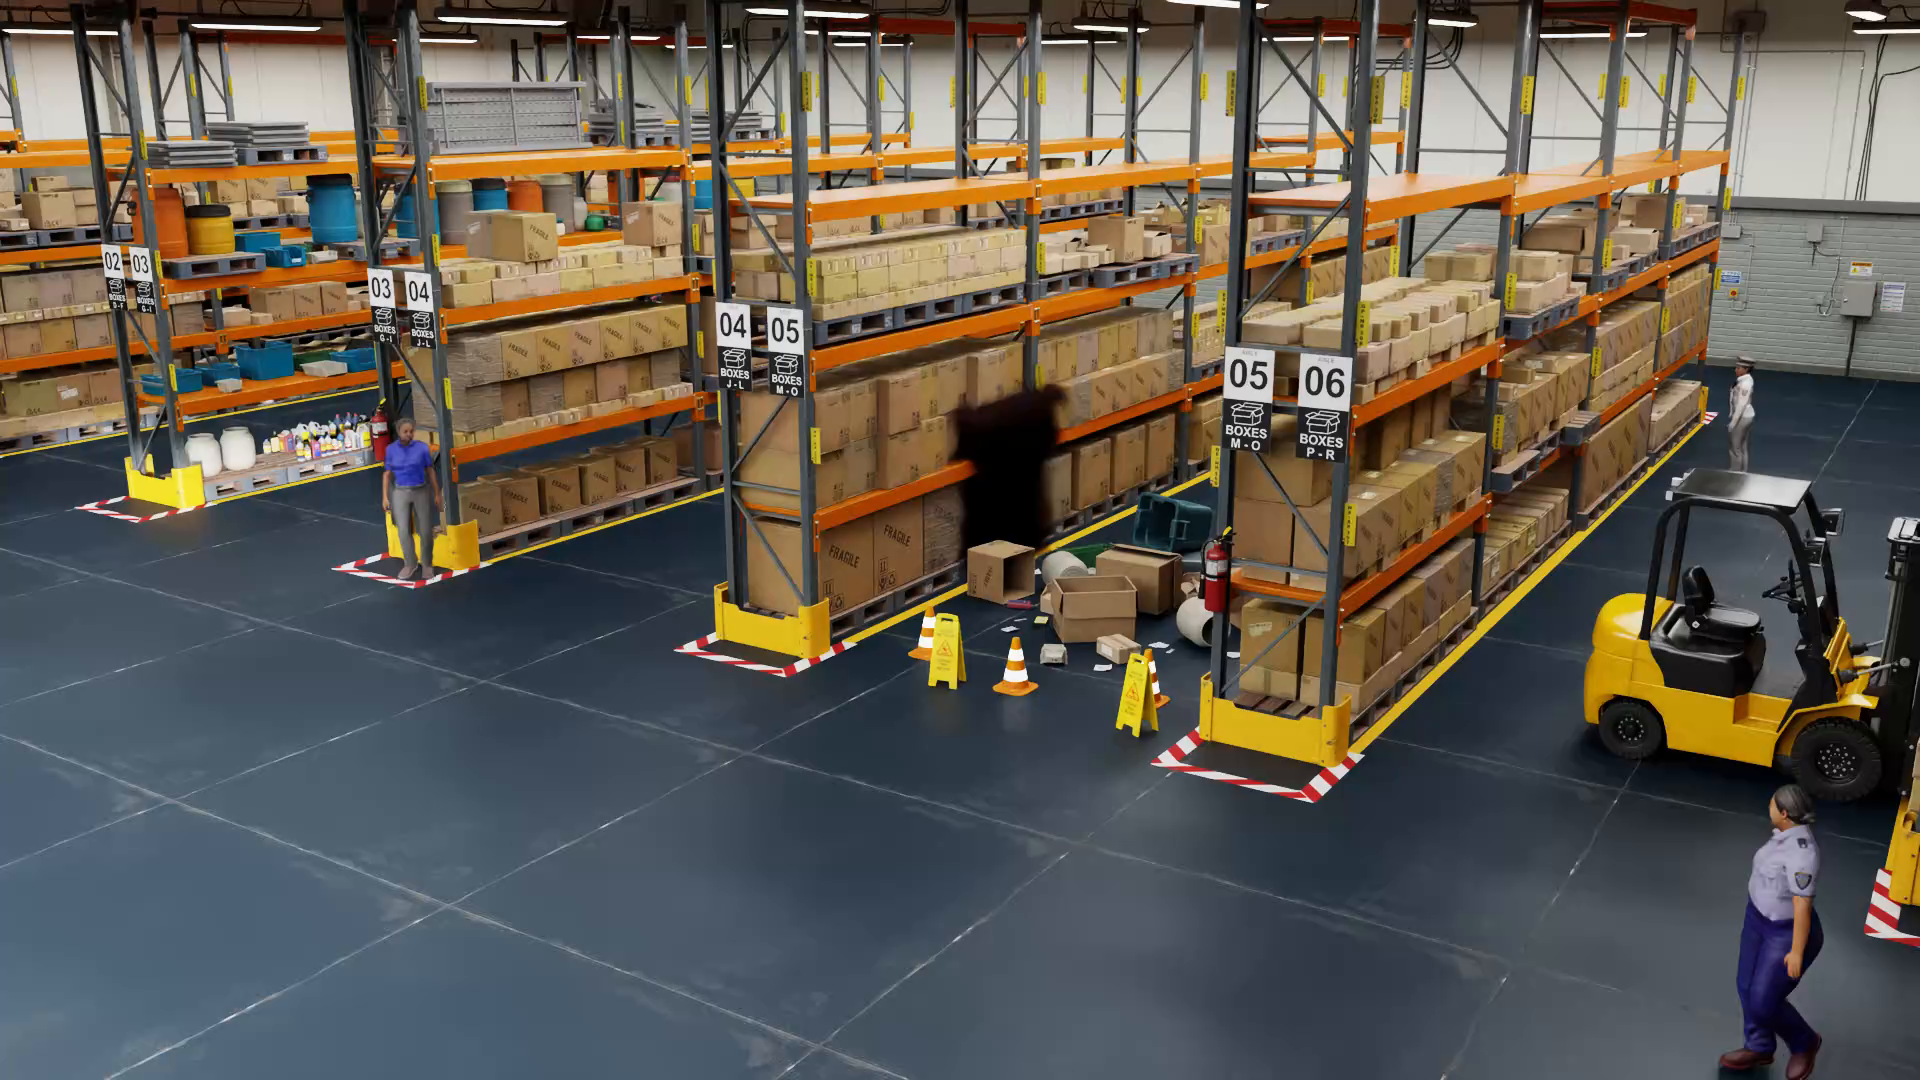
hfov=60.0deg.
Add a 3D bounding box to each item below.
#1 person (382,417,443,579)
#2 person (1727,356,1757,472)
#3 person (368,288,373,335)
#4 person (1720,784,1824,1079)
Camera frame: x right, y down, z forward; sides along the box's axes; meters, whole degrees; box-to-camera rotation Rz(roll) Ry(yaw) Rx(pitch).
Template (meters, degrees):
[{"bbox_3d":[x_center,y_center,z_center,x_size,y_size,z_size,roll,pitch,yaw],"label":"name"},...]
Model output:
[{"bbox_3d":[-5.504,-0.422,16.703,0.590,1.654,0.399,-4,16,-14],"label":"person"},{"bbox_3d":[10.151,-1.555,21.660,0.349,1.681,0.500,11,19,35],"label":"person"},{"bbox_3d":[-10.957,-4.224,31.433,0.530,1.618,0.691,7,17,24],"label":"person"},{"bbox_3d":[4.299,2.068,8.684,0.454,1.629,0.487,-2,16,-9],"label":"person"}]
